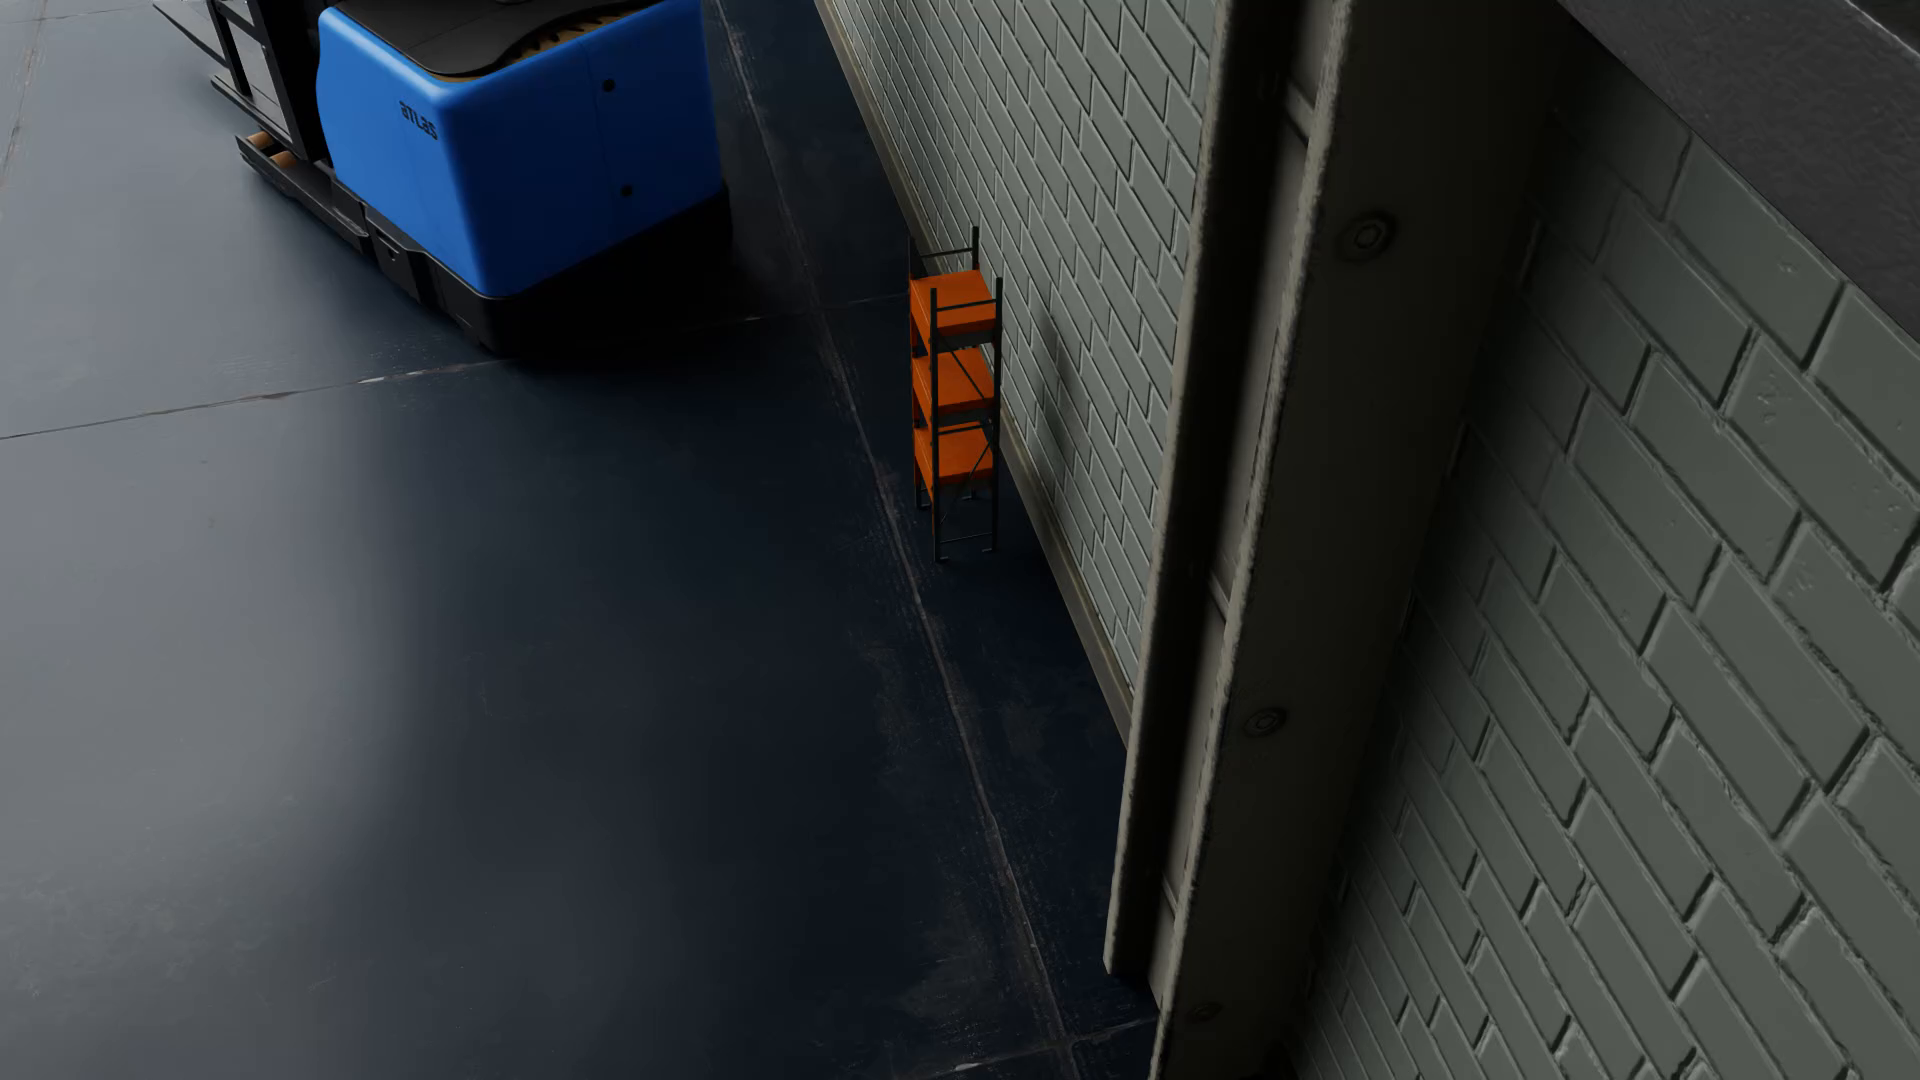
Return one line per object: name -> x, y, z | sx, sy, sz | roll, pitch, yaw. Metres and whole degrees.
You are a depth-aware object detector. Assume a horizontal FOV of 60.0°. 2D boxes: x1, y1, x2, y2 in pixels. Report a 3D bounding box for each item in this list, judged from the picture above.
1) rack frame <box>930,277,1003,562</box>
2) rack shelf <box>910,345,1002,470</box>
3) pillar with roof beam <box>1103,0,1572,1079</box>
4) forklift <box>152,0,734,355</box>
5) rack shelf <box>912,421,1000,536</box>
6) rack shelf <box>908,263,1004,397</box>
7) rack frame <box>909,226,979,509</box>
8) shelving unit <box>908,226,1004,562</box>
rack frame -> 0.017, -0.320, 4.829 | 0.200, 1.050, 0.008 | -11, 47, -10
rack shelf -> -0.014, -0.397, 4.919 | 0.215, 0.259, 0.240 | -11, 47, -10
pillar with roof beam -> -3.601, -1.199, 0.124 | 9.100, 9.000, 0.400 | -11, 47, -10
forklift -> -2.237, -2.624, 5.769 | 1.130, 2.935, 3.031 | -35, 55, -29
rack shelf -> -0.014, -0.202, 5.117 | 0.215, 0.259, 0.240 | -11, 47, -10
rack shelf -> -0.014, -0.596, 4.716 | 0.215, 0.259, 0.240 | -11, 47, -10
rack frame -> -0.045, -0.489, 4.994 | 0.200, 1.050, 0.008 | -11, 47, -10
shelving unit -> -0.014, -0.404, 4.911 | 0.215, 1.050, 0.252 | -11, 47, -10
